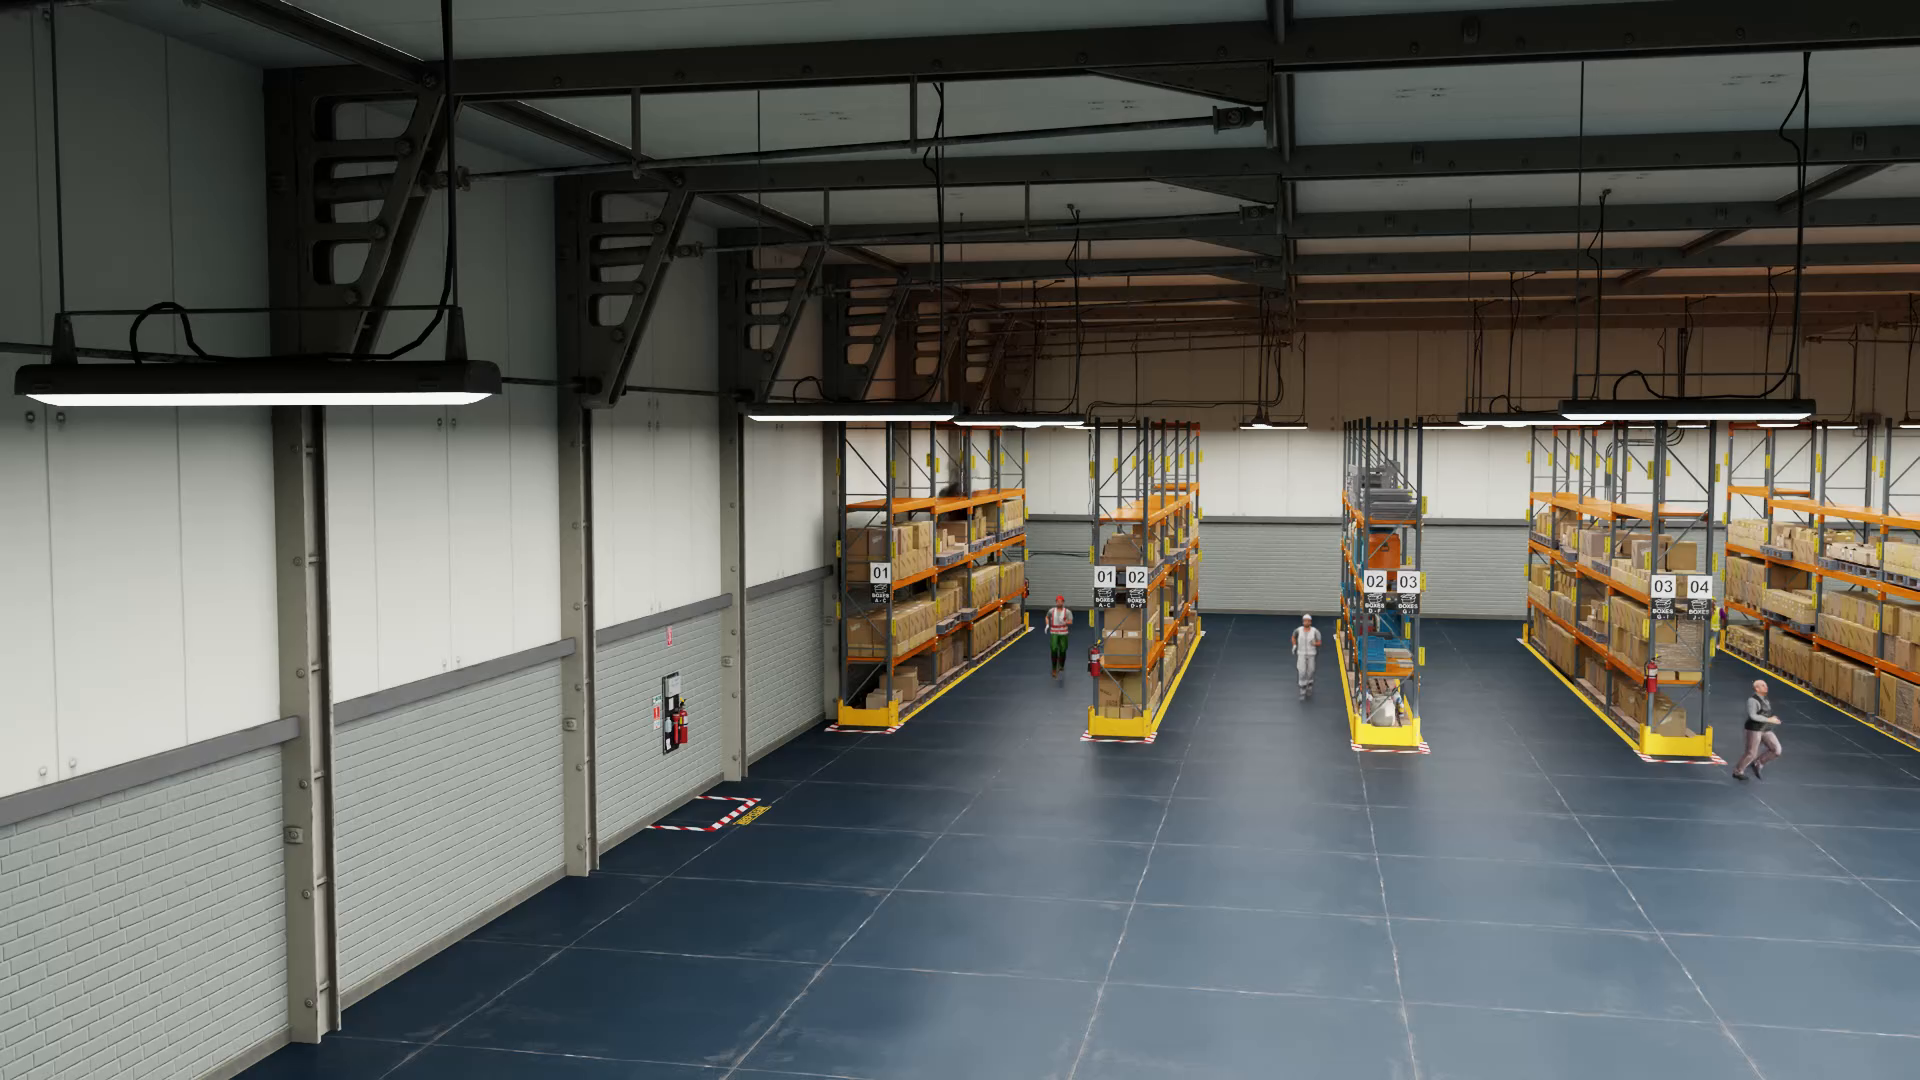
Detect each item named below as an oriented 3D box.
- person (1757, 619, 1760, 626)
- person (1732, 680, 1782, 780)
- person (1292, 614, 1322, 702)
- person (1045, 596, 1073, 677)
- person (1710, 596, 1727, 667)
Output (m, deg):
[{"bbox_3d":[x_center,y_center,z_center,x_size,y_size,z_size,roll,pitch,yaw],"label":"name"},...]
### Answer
[{"bbox_3d":[21.717,1.980,44.915,0.572,1.653,0.549,0,4,6],"label":"person"},{"bbox_3d":[13.038,3.106,27.088,0.679,1.670,0.801,-2,4,-32],"label":"person"},{"bbox_3d":[7.439,2.504,35.694,0.640,1.824,0.814,1,4,13],"label":"person"},{"bbox_3d":[2.253,2.186,37.883,0.641,1.837,0.756,0,4,3],"label":"person"},{"bbox_3d":[18.404,2.224,40.732,0.691,1.735,0.632,1,4,13],"label":"person"}]
